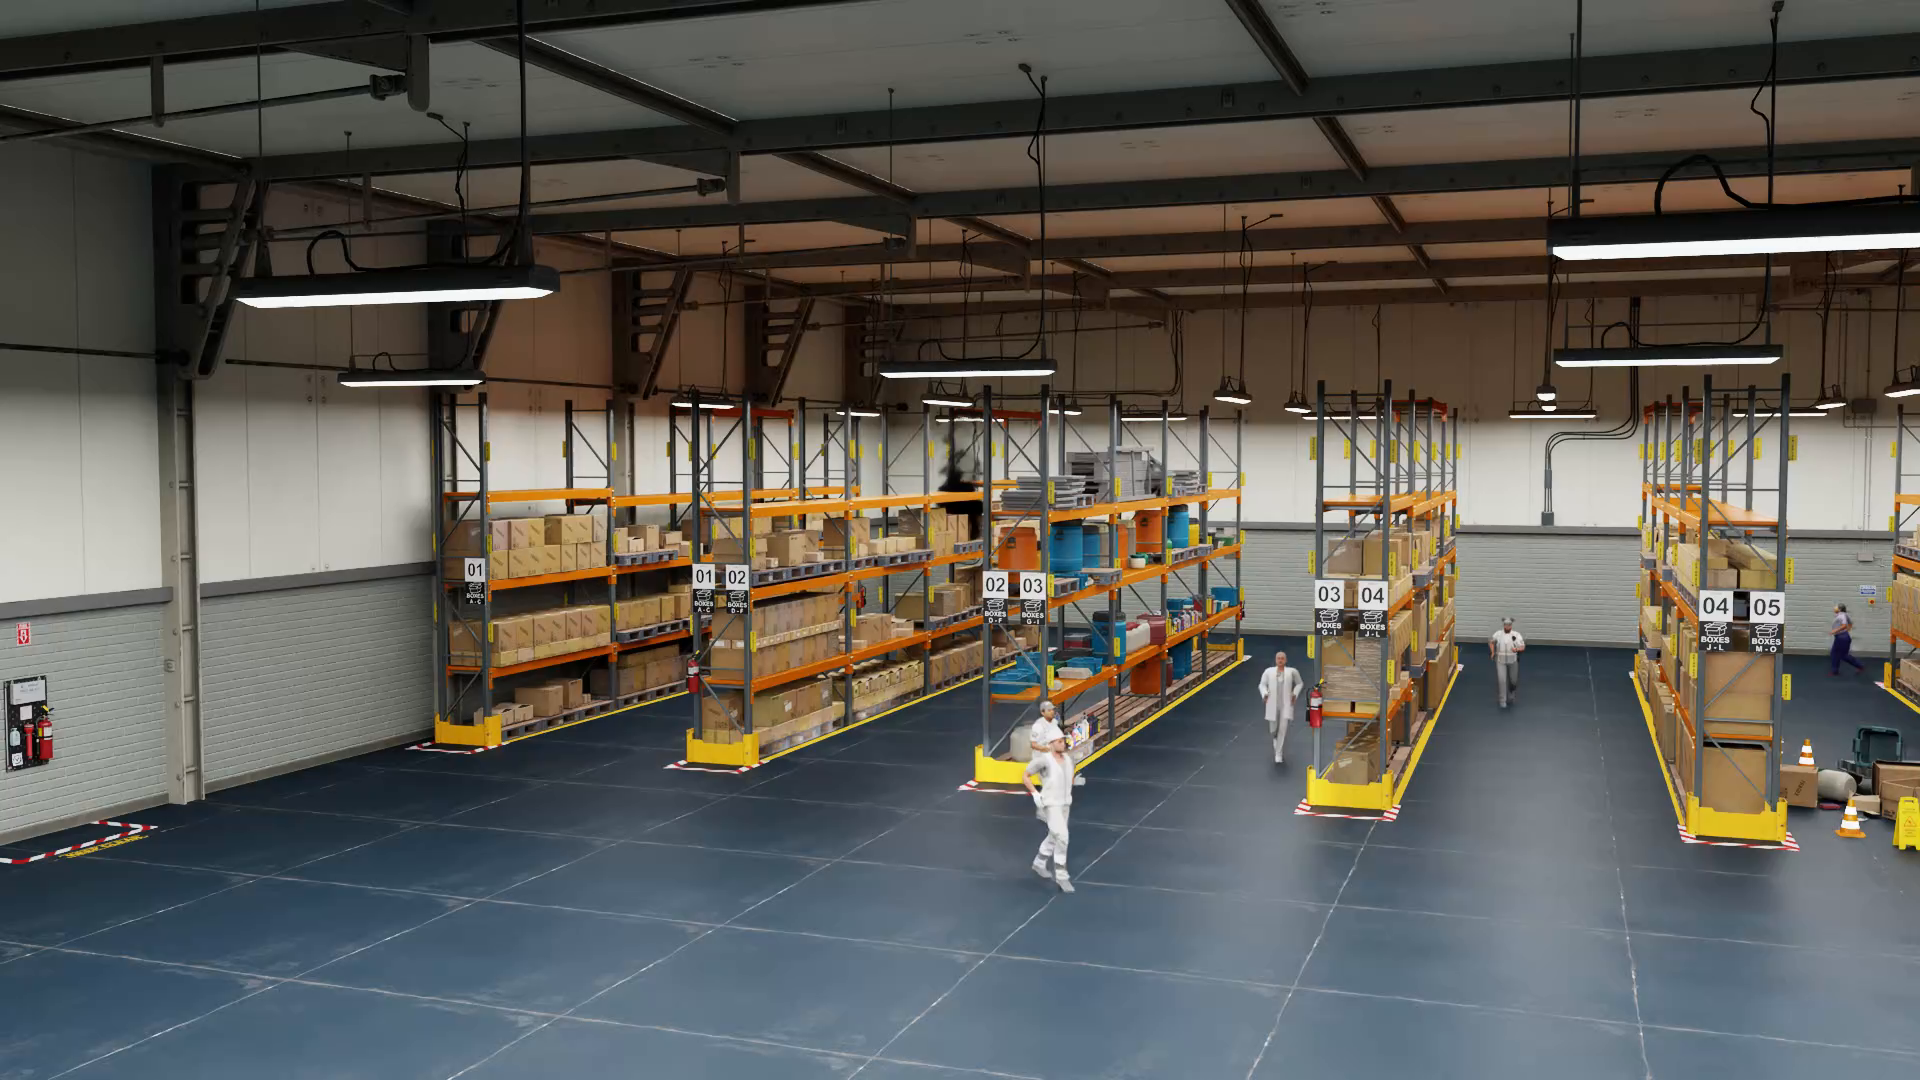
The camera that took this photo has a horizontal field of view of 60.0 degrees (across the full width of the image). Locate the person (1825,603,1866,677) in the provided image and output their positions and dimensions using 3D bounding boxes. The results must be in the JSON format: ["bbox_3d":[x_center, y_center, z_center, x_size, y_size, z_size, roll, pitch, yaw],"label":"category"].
[{"bbox_3d":[19.550,2.235,36.698,0.807,1.674,0.603,2,3,29],"label":"person"}]

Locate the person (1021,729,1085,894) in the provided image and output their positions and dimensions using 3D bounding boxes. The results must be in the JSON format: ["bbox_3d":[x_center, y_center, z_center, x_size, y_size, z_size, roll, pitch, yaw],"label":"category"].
[{"bbox_3d":[1.088,3.087,19.127,0.758,1.840,0.639,3,4,44],"label":"person"}]

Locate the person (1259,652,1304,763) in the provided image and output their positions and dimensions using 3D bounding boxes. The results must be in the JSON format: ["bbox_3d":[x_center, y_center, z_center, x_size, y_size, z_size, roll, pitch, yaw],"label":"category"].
[{"bbox_3d":[5.217,2.695,27.041,0.710,1.753,0.851,1,3,14],"label":"person"}]

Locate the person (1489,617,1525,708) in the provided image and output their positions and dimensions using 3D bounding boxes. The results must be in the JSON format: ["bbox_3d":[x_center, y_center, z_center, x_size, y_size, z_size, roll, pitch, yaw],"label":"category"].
[{"bbox_3d":[10.718,2.377,32.598,0.673,1.750,0.944,1,3,18],"label":"person"}]

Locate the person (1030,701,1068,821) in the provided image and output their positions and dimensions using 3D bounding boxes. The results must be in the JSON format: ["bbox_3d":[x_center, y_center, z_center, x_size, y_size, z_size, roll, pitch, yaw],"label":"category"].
[{"bbox_3d":[1.245,2.987,22.445,0.595,1.623,0.540,-2,4,-39],"label":"person"}]
